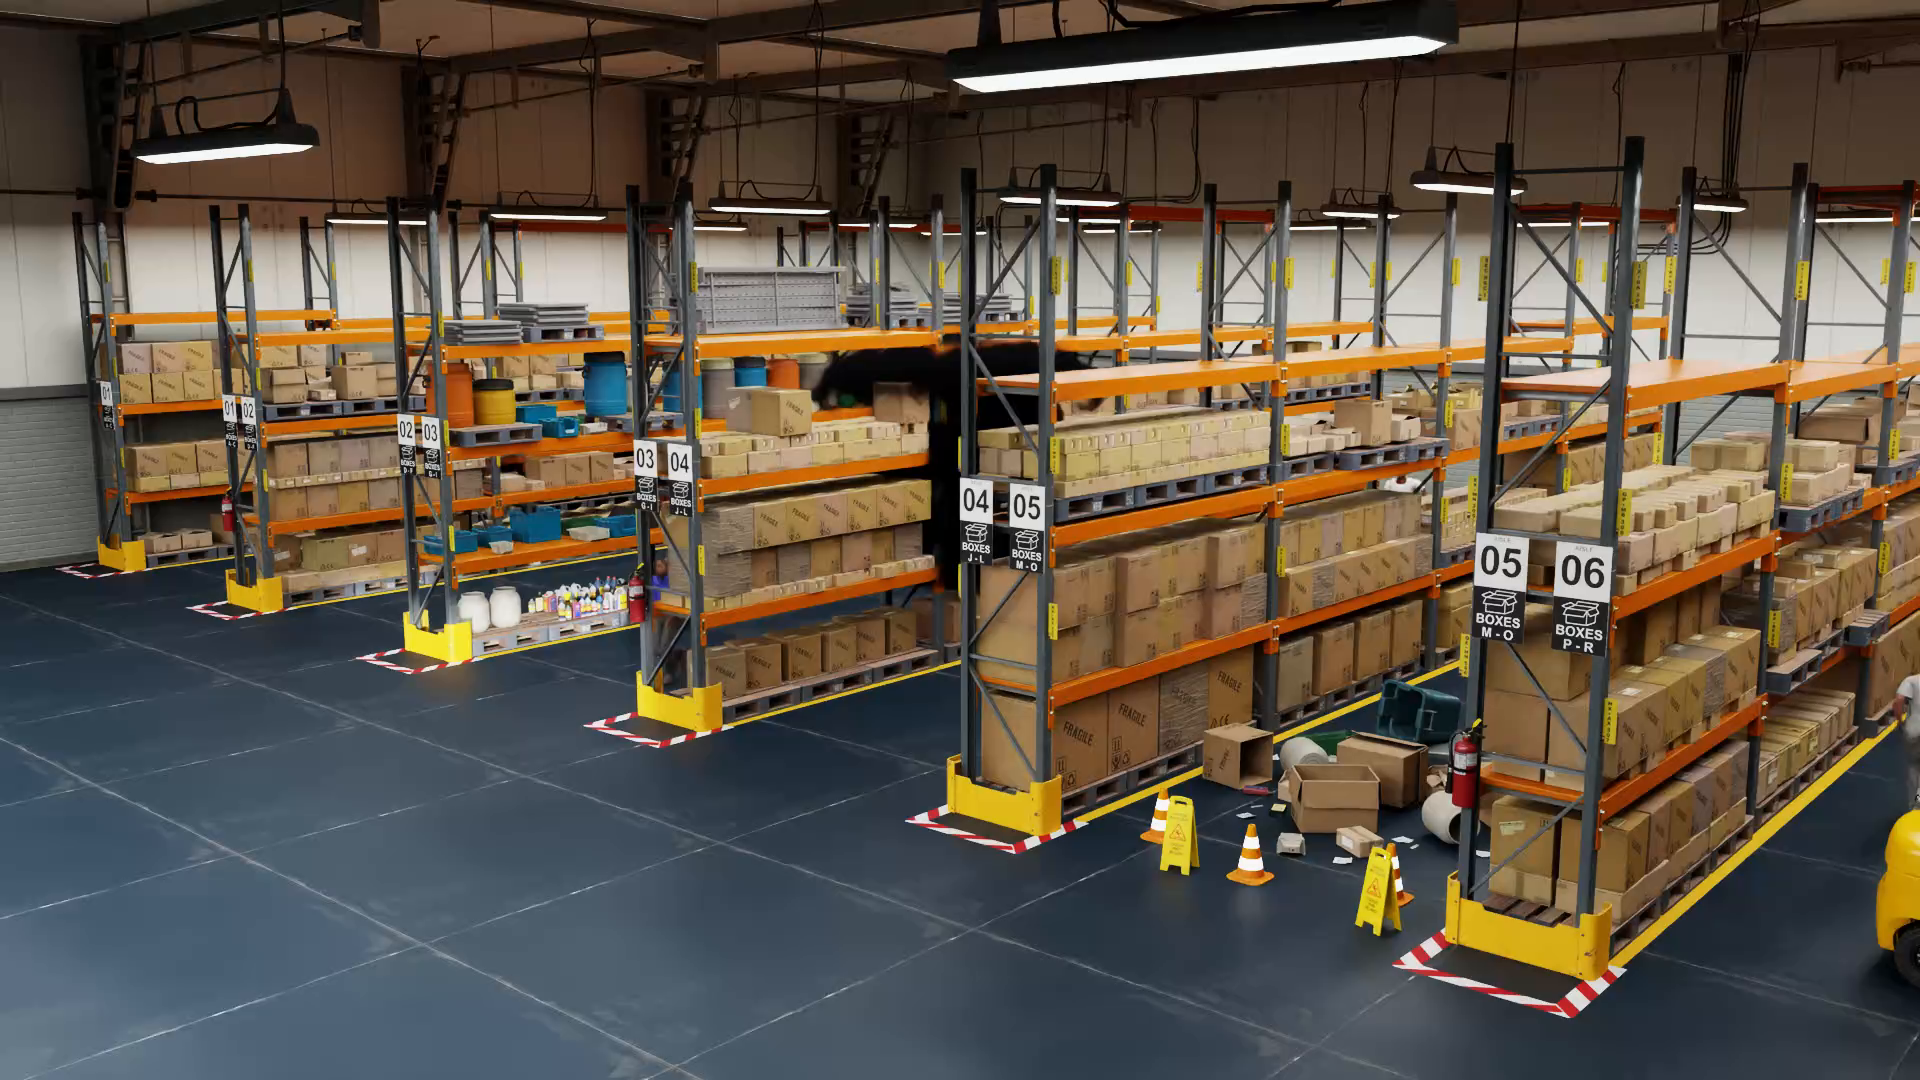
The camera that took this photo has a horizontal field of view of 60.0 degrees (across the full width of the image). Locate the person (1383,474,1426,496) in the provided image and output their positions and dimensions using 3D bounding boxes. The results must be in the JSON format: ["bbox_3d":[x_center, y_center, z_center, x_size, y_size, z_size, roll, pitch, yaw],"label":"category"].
[{"bbox_3d":[7.563,-0.431,28.550,0.690,1.806,0.752,7,12,36],"label":"person"}]

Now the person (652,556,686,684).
[{"bbox_3d":[-3.584,0.972,20.572,0.573,1.596,0.533,6,11,30],"label":"person"}]

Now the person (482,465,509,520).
[{"bbox_3d":[-8.600,-0.691,30.944,0.586,1.482,0.760,3,10,17],"label":"person"}]

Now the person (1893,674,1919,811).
[{"bbox_3d":[8.968,1.835,15.463,0.559,1.617,0.735,7,12,36],"label":"person"}]
